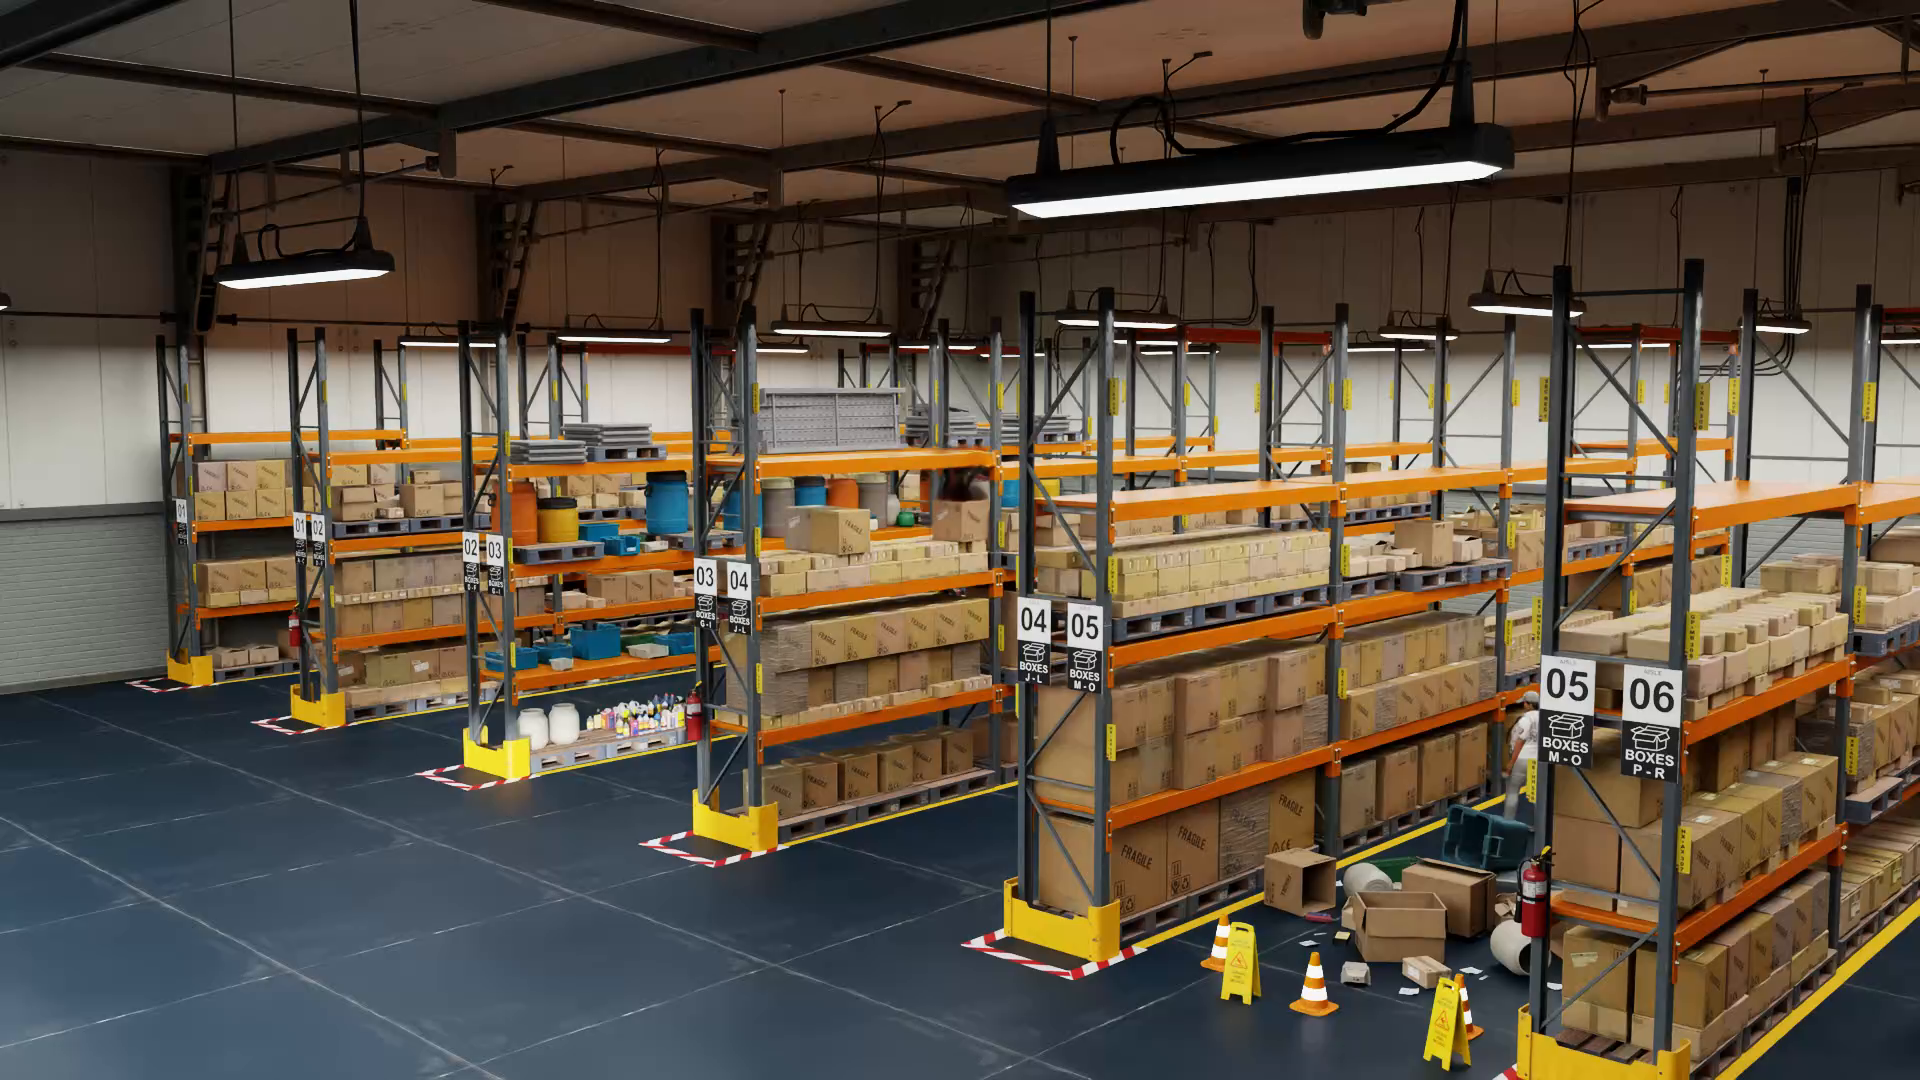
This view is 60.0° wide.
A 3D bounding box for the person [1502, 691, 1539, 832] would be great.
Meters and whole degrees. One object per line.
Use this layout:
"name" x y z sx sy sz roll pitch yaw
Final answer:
"person" 6.497 2.555 19.112 0.575 1.673 0.455 -2 6 -19
